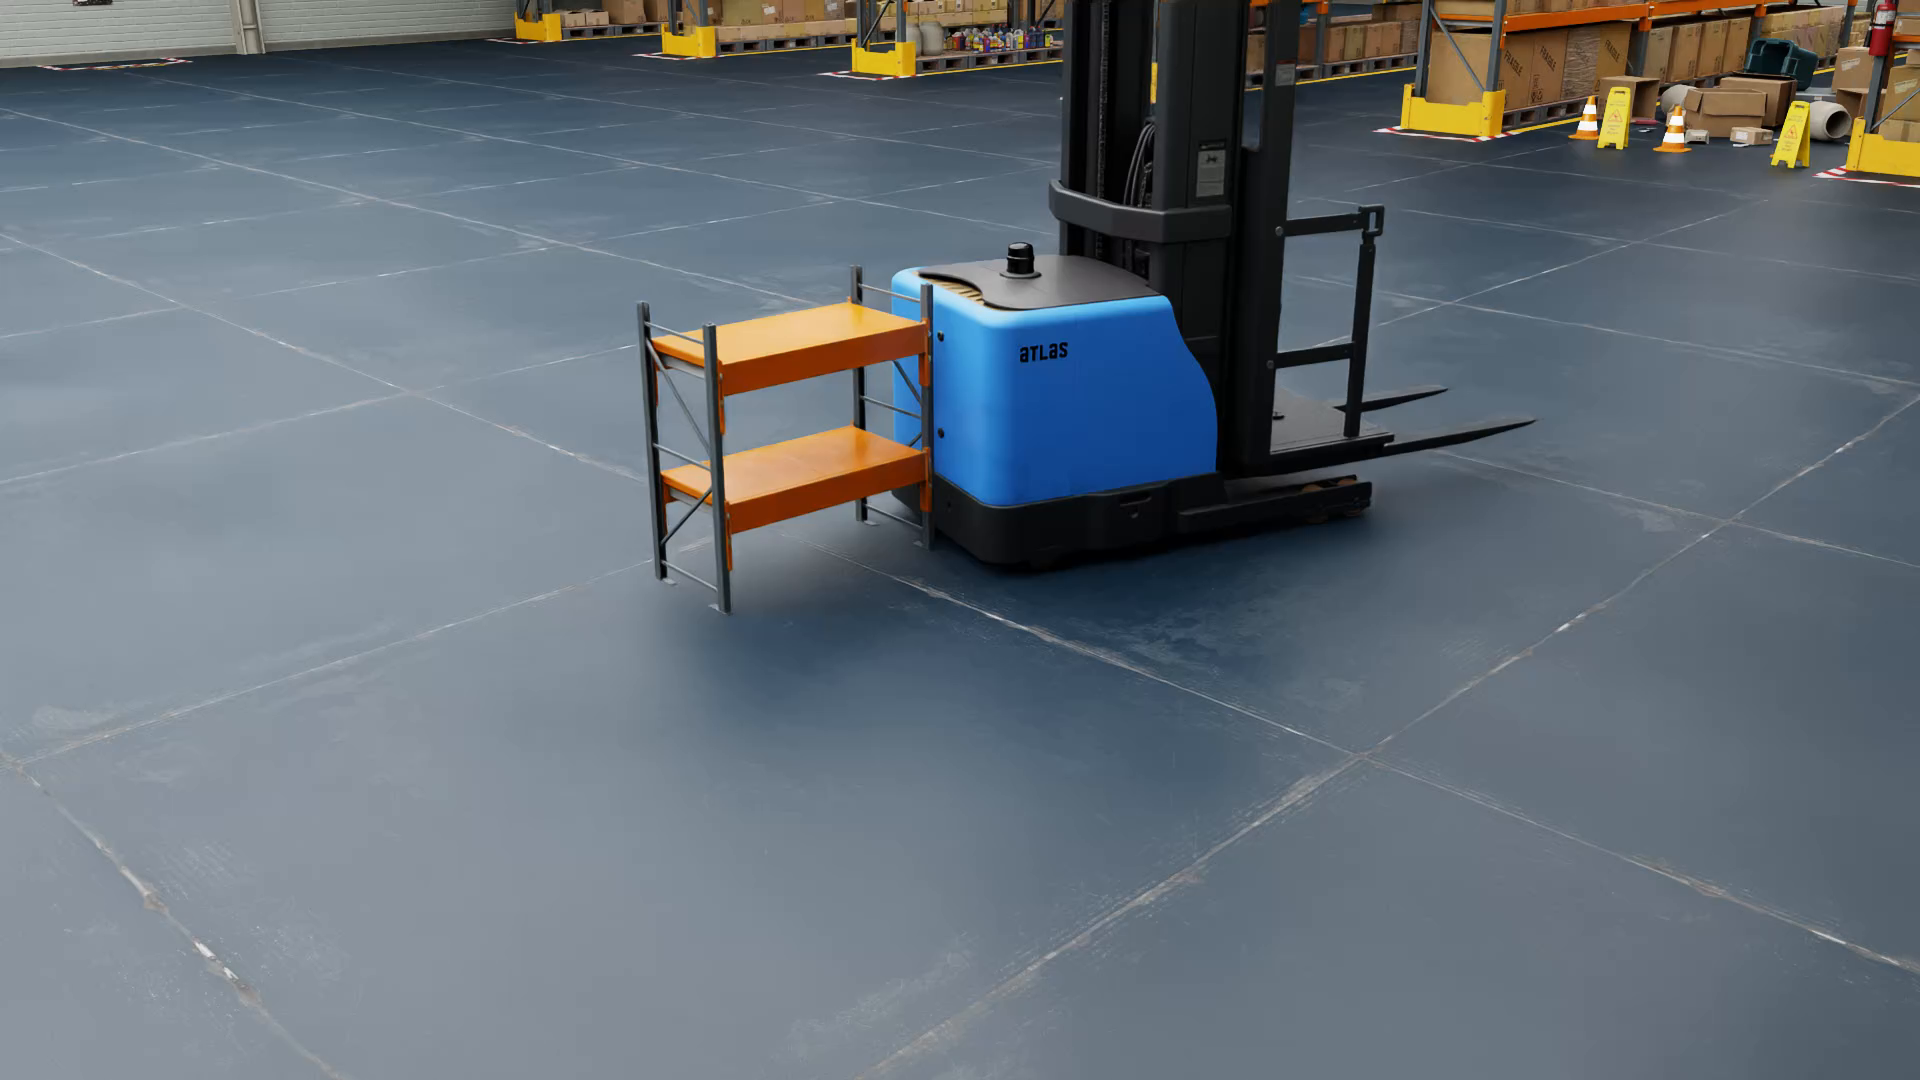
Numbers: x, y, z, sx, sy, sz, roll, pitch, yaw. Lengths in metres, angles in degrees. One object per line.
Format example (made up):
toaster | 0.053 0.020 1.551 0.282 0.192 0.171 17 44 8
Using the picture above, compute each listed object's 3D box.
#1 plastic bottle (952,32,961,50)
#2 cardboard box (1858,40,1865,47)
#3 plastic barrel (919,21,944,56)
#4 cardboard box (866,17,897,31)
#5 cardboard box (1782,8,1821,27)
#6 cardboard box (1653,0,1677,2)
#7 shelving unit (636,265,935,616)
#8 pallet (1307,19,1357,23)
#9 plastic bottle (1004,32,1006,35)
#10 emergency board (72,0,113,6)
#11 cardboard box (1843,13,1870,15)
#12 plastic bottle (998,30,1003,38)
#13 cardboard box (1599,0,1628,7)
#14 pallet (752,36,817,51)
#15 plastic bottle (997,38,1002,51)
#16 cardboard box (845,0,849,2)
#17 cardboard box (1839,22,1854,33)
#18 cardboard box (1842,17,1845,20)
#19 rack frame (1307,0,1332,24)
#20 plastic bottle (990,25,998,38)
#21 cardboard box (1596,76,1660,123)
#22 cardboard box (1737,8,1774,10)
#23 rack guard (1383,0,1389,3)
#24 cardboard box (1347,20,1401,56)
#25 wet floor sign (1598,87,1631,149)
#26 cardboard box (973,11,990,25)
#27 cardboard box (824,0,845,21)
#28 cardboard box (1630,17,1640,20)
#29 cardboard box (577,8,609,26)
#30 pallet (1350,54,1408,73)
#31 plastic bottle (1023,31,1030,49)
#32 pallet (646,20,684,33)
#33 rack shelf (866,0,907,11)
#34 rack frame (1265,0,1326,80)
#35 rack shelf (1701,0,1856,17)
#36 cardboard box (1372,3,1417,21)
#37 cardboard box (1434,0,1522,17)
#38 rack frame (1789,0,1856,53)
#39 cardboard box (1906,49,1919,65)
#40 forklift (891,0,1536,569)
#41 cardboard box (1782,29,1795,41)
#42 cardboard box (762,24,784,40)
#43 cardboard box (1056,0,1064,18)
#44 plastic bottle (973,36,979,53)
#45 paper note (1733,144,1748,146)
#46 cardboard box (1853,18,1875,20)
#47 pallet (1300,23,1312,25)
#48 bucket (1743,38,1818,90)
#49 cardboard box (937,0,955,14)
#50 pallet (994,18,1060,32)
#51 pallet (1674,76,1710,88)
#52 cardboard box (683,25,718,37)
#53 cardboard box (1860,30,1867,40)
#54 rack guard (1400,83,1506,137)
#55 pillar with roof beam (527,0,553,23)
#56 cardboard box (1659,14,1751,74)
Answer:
plastic bottle | -0.064 -8.319 27.721 0.152 0.276 0.135 20 28 41
cardboard box | 14.983 -8.347 27.999 0.380 0.149 0.250 19 28 40
plastic barrel | -0.473 -8.097 26.843 0.421 0.512 0.421 0 21 0
cardboard box | -1.524 -9.969 32.077 0.500 0.250 0.500 18 28 39
cardboard box | 13.111 -8.180 26.028 0.500 0.250 0.500 18 27 38
cardboard box | 9.155 -7.381 21.958 0.500 0.500 0.500 20 28 41
shelving unit | -0.664 -0.428 6.620 1.048 1.125 0.538 -17 27 -38
pallet | 7.630 -10.727 34.690 1.003 0.211 1.213 19 28 41
plastic bottle | 0.769 -8.327 27.731 0.061 0.283 0.133 19 28 41
emergency board | -14.412 -9.456 27.495 0.157 1.169 0.626 19 28 41
cardboard box | 15.984 -9.311 29.678 0.380 0.149 0.250 19 28 40
plastic bottle | 0.689 -8.534 28.288 0.097 0.271 0.097 0 21 0
cardboard box | 7.979 -7.092 21.136 0.875 0.550 0.550 19 28 41
pallet | -3.419 -9.204 30.726 1.003 0.211 1.213 19 28 41
plastic bottle | 0.639 -8.172 27.442 0.097 0.201 0.097 0 21 0
cardboard box | -2.137 -12.630 38.165 0.750 0.750 0.750 19 28 40
cardboard box | 14.565 -8.503 27.575 0.250 0.149 0.380 -19 28 -40
cardboard box | 15.095 -8.976 28.807 0.380 0.149 0.250 18 27 39
rack frame | 7.145 -11.830 33.673 1.000 3.000 0.127 19 28 41
plastic bottle | 0.572 -8.590 28.323 0.144 0.351 0.185 18 27 38
cardboard box | 8.248 -5.445 20.541 0.500 0.500 0.500 -14 25 -33
cardboard box | 12.386 -8.175 26.016 0.500 0.250 0.500 -19 28 -41
rack guard | 9.942 -11.701 36.821 1.175 0.500 0.348 19 28 41
cardboard box | 6.681 -8.130 26.918 0.500 0.500 0.700 -17 27 -38
wet floor sign | 7.204 -4.637 18.238 0.267 0.644 0.232 14 25 32
cardboard box | 0.258 -10.626 33.786 0.500 0.250 0.500 19 28 40
cardboard box | -2.507 -9.978 31.054 0.500 0.500 0.500 19 28 41
cardboard box | 13.095 -10.638 32.948 0.875 0.875 0.875 19 28 41
cardboard box | -7.380 -10.477 33.287 0.500 0.311 0.500 -17 27 -38
pallet | 6.506 -7.748 26.939 1.003 0.211 1.213 19 28 41
plastic bottle | 1.103 -8.372 27.848 0.133 0.283 0.061 -18 27 -39
pallet | -5.978 -10.770 34.801 1.003 0.211 1.213 19 28 41
rack shelf | 0.169 -8.924 27.114 1.077 0.370 4.000 19 28 41
rack frame | 5.112 -8.534 25.097 1.000 3.000 0.127 19 28 41
rack shelf | 12.781 -8.473 25.941 1.077 0.370 4.000 19 28 41
cardboard box | 7.094 -8.632 27.178 0.500 0.250 0.500 -16 26 -36
cardboard box | 6.032 -6.415 19.375 0.875 0.550 0.550 19 28 41
rack frame | 14.176 -9.323 27.150 1.000 3.000 0.127 19 28 41
cardboard box | 10.002 -4.973 17.131 0.250 0.149 0.380 -19 28 -40
forklift | 1.249 -1.600 7.151 3.031 2.935 1.130 -10 23 -24
cardboard box | 12.411 -7.572 25.493 0.500 0.500 0.500 20 28 41
cardboard box | -3.544 -9.239 30.178 0.500 0.250 0.500 19 28 41
cardboard box | 2.045 -11.390 35.399 0.500 0.500 0.500 19 28 40
plastic bottle | 0.261 -8.065 27.067 0.097 0.271 0.097 0 21 0
paper note | 8.656 -4.381 18.430 0.148 0.019 0.142 9 23 23
cardboard box | 15.474 -8.845 28.464 0.380 0.149 0.250 18 27 39
pallet | 6.576 -10.341 33.684 1.003 0.211 1.213 19 28 41
bucket | 10.153 -5.836 20.522 0.620 0.611 0.726 1 19 -28
cardboard box | -0.444 -10.628 33.011 0.500 0.311 0.500 -19 28 -41
pallet | 1.356 -10.923 35.200 1.003 0.211 1.213 19 28 41
pallet | 9.931 -6.497 23.685 1.003 0.211 1.213 19 28 41
cardboard box | -4.611 -9.111 29.844 0.500 0.250 0.500 19 28 41
cardboard box | 15.105 -8.568 28.160 0.380 0.149 0.250 17 27 38
rack guard | 5.788 -5.066 19.557 1.175 0.500 0.348 19 28 41
pillar with roof beam | -5.372 -13.344 29.250 9.100 9.000 0.400 19 28 41
cardboard box | 10.897 -7.307 24.454 1.050 0.750 0.750 19 28 40
